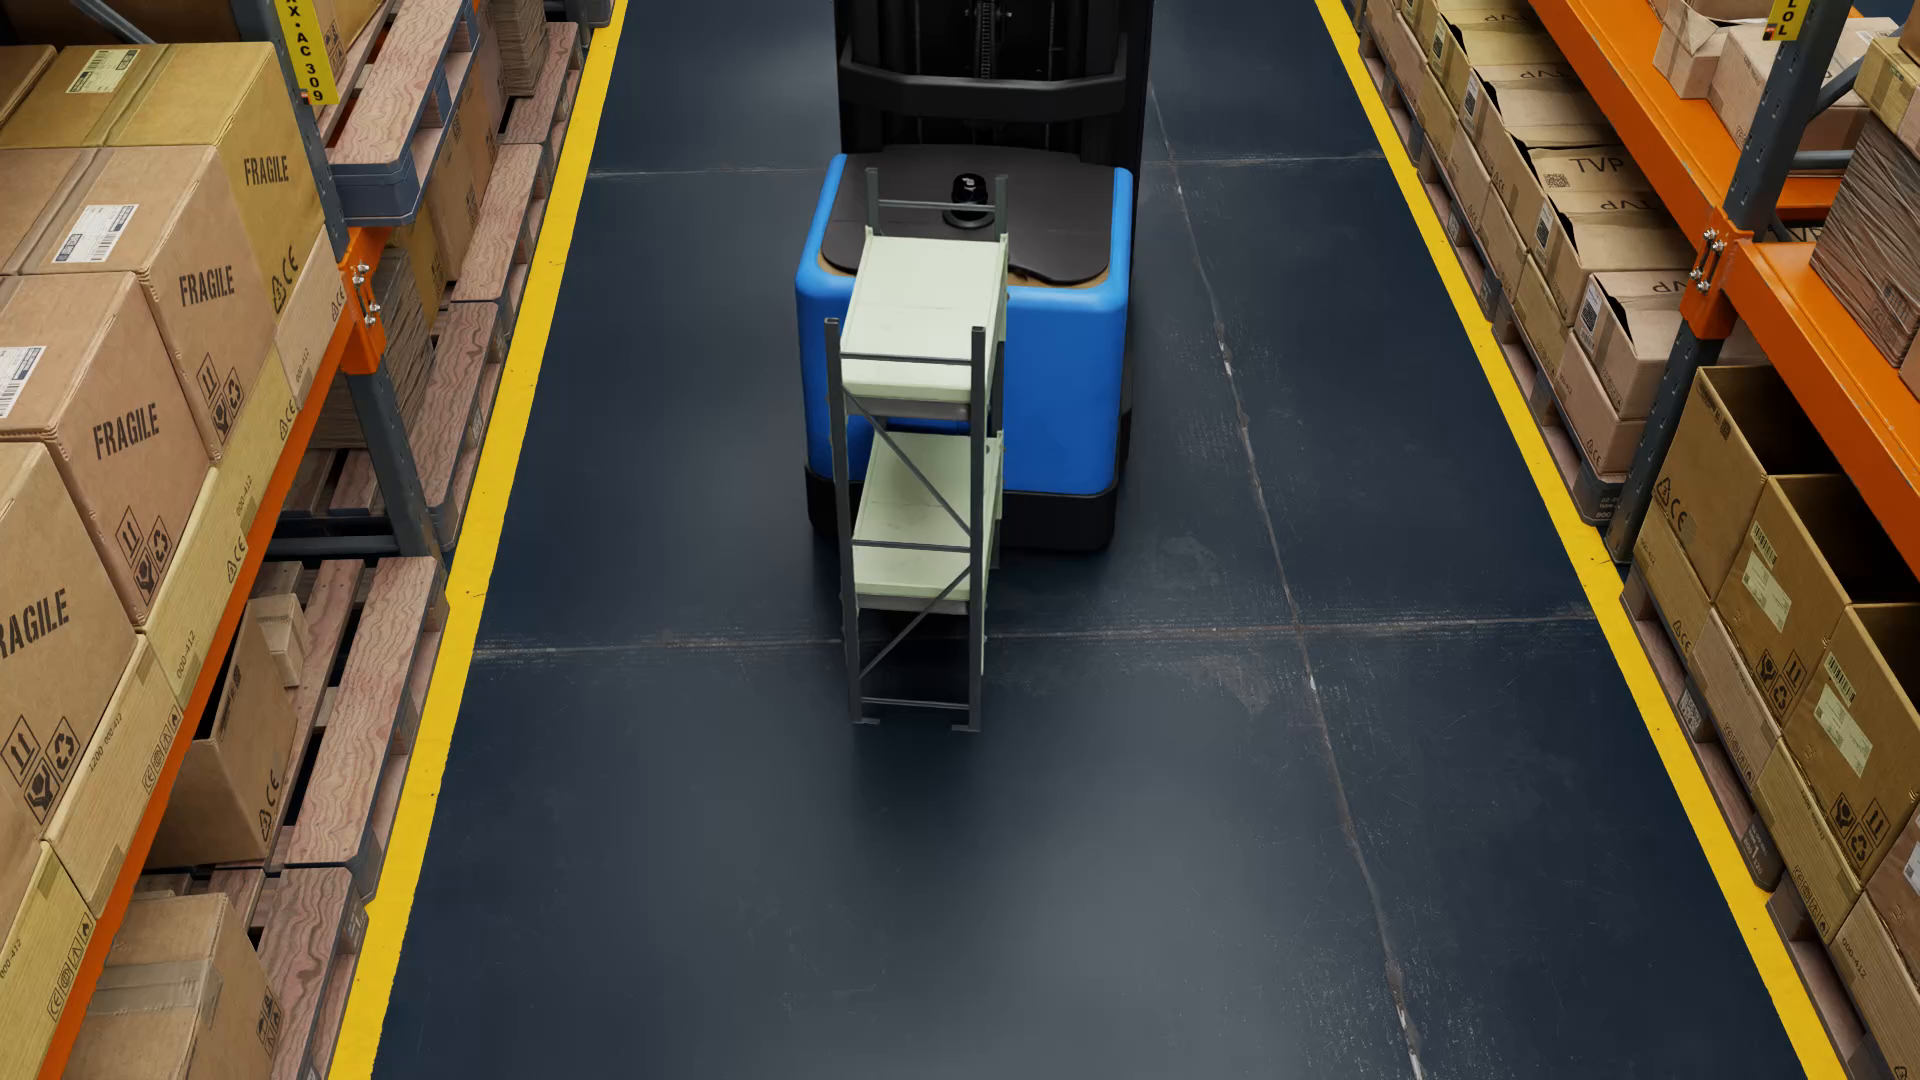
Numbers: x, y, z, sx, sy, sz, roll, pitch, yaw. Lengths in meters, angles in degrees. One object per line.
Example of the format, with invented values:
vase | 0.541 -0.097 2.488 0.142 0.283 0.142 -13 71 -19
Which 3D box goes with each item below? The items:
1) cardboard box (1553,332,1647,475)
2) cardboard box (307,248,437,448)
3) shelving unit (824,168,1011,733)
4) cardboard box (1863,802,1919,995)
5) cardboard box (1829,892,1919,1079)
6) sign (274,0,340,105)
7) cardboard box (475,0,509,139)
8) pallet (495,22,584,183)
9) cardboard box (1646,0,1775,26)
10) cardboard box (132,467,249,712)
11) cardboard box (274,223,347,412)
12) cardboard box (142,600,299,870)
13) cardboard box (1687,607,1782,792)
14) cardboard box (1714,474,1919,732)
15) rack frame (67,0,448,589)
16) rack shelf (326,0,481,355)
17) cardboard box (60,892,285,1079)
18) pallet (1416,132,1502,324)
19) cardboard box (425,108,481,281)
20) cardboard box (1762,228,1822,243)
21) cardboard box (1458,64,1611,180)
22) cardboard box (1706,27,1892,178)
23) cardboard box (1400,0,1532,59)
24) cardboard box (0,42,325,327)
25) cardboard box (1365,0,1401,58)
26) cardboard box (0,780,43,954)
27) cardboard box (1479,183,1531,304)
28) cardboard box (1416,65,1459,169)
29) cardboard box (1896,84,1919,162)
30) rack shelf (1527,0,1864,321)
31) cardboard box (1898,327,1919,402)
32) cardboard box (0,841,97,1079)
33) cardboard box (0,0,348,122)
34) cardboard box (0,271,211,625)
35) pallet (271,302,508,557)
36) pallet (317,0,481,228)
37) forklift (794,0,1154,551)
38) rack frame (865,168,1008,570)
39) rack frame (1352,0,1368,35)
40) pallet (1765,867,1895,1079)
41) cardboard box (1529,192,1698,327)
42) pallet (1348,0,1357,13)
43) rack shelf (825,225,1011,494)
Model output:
cardboard box | 2.415 -0.487 5.785 0.500 0.250 0.500 -2 43 -2
cardboard box | -2.274 -0.666 5.781 0.700 0.500 0.500 0 43 0
shelving unit | -0.101 -0.226 4.887 0.431 1.500 0.755 4 43 4
cardboard box | 2.495 0.843 3.779 0.500 0.500 0.500 -2 43 -2
cardboard box | 2.499 1.120 4.033 0.500 0.250 0.500 -2 43 -2
sign | -1.685 -1.269 4.274 0.100 0.325 0.005 -2 43 -2
cardboard box | -2.408 -2.034 7.274 0.700 0.500 0.500 -2 43 -2
pallet | -2.365 -2.074 7.856 1.003 0.211 1.213 -2 43 -2
cardboard box | 2.684 -1.985 5.622 0.500 0.500 0.500 1 43 1
cardboard box | -1.854 0.106 3.511 0.500 0.250 0.500 -2 43 -2
cardboard box | -1.904 -0.570 4.248 0.500 0.250 0.500 -2 43 -2
cardboard box | -2.142 0.530 4.476 0.500 0.500 0.500 -5 43 -5
cardboard box | 2.455 0.445 4.769 0.500 0.250 0.500 -2 43 -2
cardboard box | 2.459 0.168 4.516 0.500 0.500 0.500 -2 43 -2
rack frame | -2.227 -0.929 4.544 1.000 3.000 0.127 -2 43 -2
rack shelf | -2.311 -2.014 6.260 1.077 0.370 4.000 -2 43 -2
cardboard box | -2.002 1.179 3.768 0.700 0.500 0.500 -4 43 -4
pallet | 2.597 -1.368 7.086 1.003 0.211 1.213 -2 43 -2
cardboard box | -2.328 -1.359 6.537 0.700 0.500 0.500 -1 43 -1
cardboard box | 2.938 -1.046 5.980 0.500 0.311 0.500 -2 43 -2
cardboard box | 2.354 -1.714 6.709 0.500 0.311 0.500 -2 43 -2
cardboard box | 2.658 -1.350 5.113 0.500 0.250 0.500 1 43 1
cardboard box | 2.312 -2.406 7.464 0.500 0.311 0.500 -3 43 -3
cardboard box | -1.897 -0.847 3.996 0.500 0.500 0.500 -2 43 -2
cardboard box | 2.281 -2.553 8.040 0.500 0.250 0.500 -2 43 -2
cardboard box | -1.803 0.529 2.494 0.500 0.500 0.500 -3 43 -3
cardboard box | 2.373 -1.173 6.534 0.500 0.250 0.500 -1 43 -1
cardboard box | 2.332 -1.863 7.287 0.500 0.250 0.500 -3 43 -3
cardboard box | 2.551 -0.993 4.060 0.380 0.149 0.250 -1 43 -1
rack shelf | 2.638 -2.159 6.418 1.077 0.370 4.000 -2 43 -2
cardboard box | 2.777 -0.455 3.953 0.700 0.500 0.500 -2 43 -2
cardboard box | -1.812 0.786 2.768 0.500 0.250 0.500 -2 43 -2
cardboard box | -2.214 -1.473 4.737 0.700 0.500 0.500 -2 43 -2
cardboard box | -1.860 -0.170 3.257 0.500 0.500 0.500 -3 43 -3
pallet | -2.261 -0.427 6.059 1.003 0.211 1.213 -2 43 -2
pallet | -2.114 -1.378 5.176 1.003 0.211 1.213 -2 43 -2
forklift | 0.138 -2.036 5.802 1.130 2.935 3.031 4 43 4
rack frame | -0.066 -0.472 5.155 0.400 1.500 0.023 4 43 4
rack frame | 2.553 -3.774 7.648 1.000 3.000 0.127 -2 43 -2
pallet | 2.769 1.318 4.156 1.003 0.211 1.213 -2 43 -2
cardboard box | 2.391 -1.038 5.972 0.500 0.311 0.500 -1 43 -1
pallet | 2.559 -3.251 9.141 1.003 0.211 1.213 -2 43 -2
rack shelf | -0.101 -0.514 4.623 0.431 0.370 0.720 4 43 4
